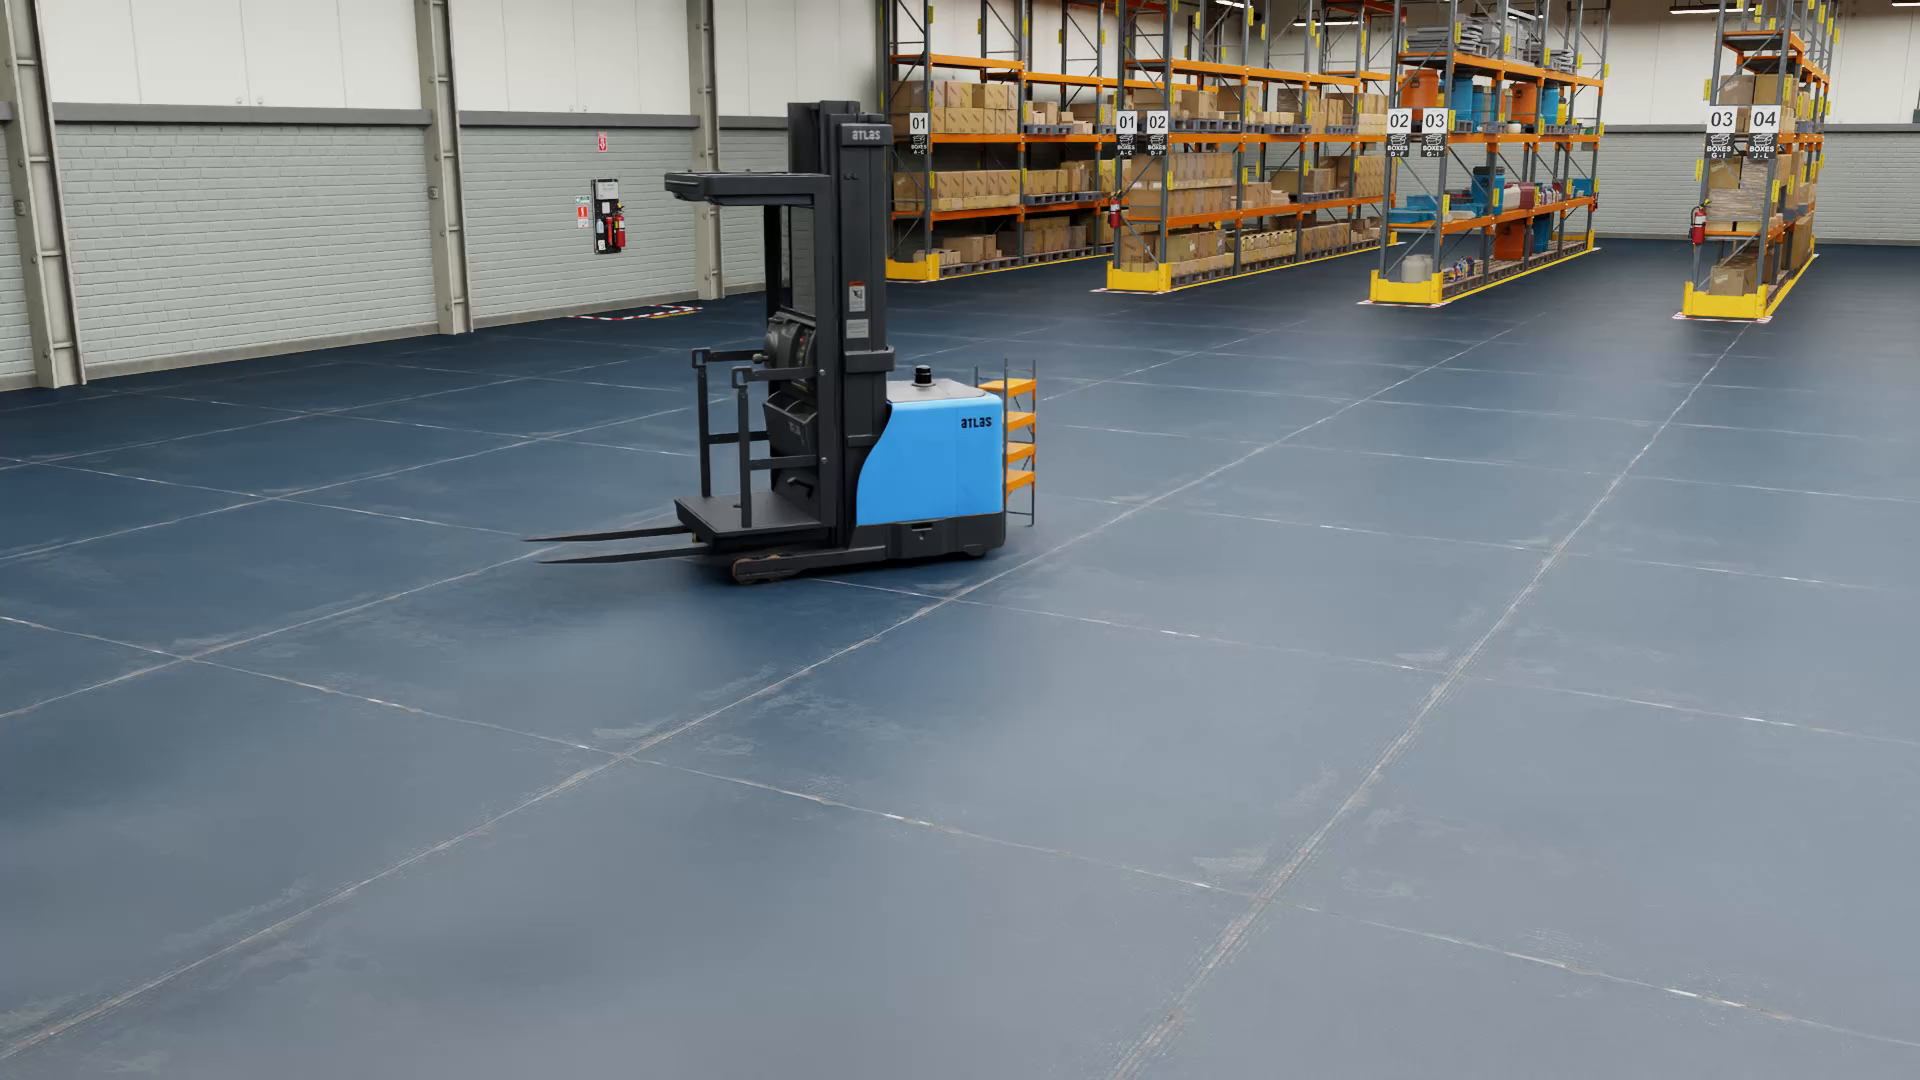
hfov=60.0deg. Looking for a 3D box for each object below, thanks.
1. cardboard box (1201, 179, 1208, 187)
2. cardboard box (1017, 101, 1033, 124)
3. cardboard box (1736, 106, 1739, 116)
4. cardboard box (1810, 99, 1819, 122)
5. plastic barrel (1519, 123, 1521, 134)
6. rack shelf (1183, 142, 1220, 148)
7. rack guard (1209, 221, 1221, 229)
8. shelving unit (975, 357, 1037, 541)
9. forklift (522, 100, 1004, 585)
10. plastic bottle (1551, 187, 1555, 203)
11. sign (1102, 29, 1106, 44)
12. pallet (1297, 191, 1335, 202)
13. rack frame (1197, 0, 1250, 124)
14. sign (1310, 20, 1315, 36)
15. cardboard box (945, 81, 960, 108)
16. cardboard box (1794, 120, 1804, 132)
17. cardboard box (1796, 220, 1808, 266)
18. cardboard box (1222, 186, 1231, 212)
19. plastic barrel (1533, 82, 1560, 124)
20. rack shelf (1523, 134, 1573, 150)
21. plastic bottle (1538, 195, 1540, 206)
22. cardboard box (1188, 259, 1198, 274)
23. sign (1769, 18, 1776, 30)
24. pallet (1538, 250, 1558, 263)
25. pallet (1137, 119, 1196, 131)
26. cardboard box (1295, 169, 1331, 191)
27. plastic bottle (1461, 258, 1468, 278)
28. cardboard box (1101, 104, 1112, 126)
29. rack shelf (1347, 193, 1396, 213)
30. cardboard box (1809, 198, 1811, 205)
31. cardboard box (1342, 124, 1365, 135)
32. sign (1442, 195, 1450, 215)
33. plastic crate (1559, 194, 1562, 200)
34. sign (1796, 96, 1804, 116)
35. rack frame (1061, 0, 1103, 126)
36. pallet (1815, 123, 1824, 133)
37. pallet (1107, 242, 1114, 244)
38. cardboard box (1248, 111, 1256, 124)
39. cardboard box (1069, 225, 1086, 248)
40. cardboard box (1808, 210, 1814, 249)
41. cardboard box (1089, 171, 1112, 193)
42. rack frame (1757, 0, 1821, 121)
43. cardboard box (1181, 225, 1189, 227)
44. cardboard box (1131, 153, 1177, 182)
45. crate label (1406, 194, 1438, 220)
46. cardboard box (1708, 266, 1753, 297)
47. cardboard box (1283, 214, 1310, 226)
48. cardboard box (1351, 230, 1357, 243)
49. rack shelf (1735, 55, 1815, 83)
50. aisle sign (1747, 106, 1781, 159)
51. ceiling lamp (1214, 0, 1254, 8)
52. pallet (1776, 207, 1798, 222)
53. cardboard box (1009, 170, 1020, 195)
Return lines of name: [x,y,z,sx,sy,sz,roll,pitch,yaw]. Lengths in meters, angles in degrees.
cardboard box: [4.562,-6.888,32.109,0.380,0.149,0.250,8,16,30]
cardboard box: [1.243,-9.294,36.176,0.500,0.500,0.500,10,17,36]
cardboard box: [11.844,-6.647,25.776,0.380,0.149,0.250,7,15,28]
cardboard box: [18.751,-9.566,37.089,0.700,0.500,0.500,8,16,30]
plastic barrel: [11.440,-8.505,34.342,0.294,0.245,0.294,0,14,0]
rack shelf: [5.743,-10.640,44.404,1.077,0.370,4.000,7,15,28]
rack guard: [6.721,-8.732,46.686,1.175,0.500,0.348,7,15,28]
shelving unit: [0.319,-0.645,11.647,0.258,1.200,0.503,7,15,25]
forklift: [-1.273,-1.285,10.611,3.031,2.935,1.130,-6,15,-22]
plastic bottle: [13.290,-7.749,37.383,0.144,0.351,0.185,7,15,28]
sign: [3.322,-11.650,38.496,0.100,0.325,0.005,7,15,28]
pallet: [8.116,-8.047,38.920,1.003,0.211,1.213,7,15,28]
rack frame: [5.247,-9.836,33.133,1.000,3.000,0.127,7,15,28]
sign: [7.668,-11.126,36.151,0.100,0.325,0.005,7,15,28]
cardboard box: [-0.340,-8.811,32.891,0.500,0.500,0.500,7,15,27]
cardboard box: [15.362,-7.671,30.873,0.500,0.250,0.500,8,16,30]
cardboard box: [16.640,-6.110,34.114,1.225,0.875,0.875,7,15,28]
cardboard box: [5.038,-6.877,33.444,0.700,0.500,0.500,7,15,27]
plastic barrel: [12.757,-9.538,36.329,0.600,0.901,0.708,7,15,28]
rack shelf: [12.482,-8.697,36.344,1.077,0.370,4.000,7,15,28]
plastic bottle: [12.447,-7.338,35.822,0.061,0.283,0.133,7,15,28]
cardboard box: [4.248,-5.257,31.909,0.500,0.250,0.500,7,15,28]
sign: [17.310,-10.953,35.436,0.100,0.325,0.005,7,15,28]
pallet: [13.039,-6.490,38.003,1.003,0.211,1.213,7,15,28]
pallet: [3.678,-7.656,30.680,1.003,0.211,1.213,7,15,28]
cardboard box: [8.412,-8.594,39.670,0.700,0.500,0.500,10,17,37]
plastic bottle: [9.273,-5.013,30.642,0.144,0.351,0.185,7,15,28]
cardboard box: [3.236,-10.242,40.065,0.700,0.500,0.500,6,15,25]
rack shelf: [10.081,-8.622,42.430,1.077,0.370,4.000,7,15,28]
cardboard box: [18.472,-7.447,36.558,0.380,0.149,0.250,8,16,30]
cardboard box: [9.566,-10.018,40.608,0.500,0.250,0.500,7,15,28]
sign: [8.127,-5.608,27.806,0.100,0.325,0.005,7,15,28]
plastic crate: [13.798,-7.979,38.666,0.396,0.136,0.243,7,15,28]
sign: [14.395,-7.446,28.517,0.100,0.325,0.005,7,15,28]
rack frame: [2.842,-11.217,38.862,1.000,3.000,0.127,7,15,28]
pallet: [19.368,-9.520,38.412,1.003,0.211,1.213,7,15,28]
pallet: [3.880,-7.348,41.562,1.003,0.211,1.213,7,15,28]
cardboard box: [5.816,-8.748,34.441,0.500,0.250,0.500,6,15,23]
cardboard box: [2.540,-7.146,39.169,0.700,0.500,0.500,8,16,29]
cardboard box: [19.478,-7.289,39.007,0.875,0.875,0.875,7,15,28]
cardboard box: [3.301,-8.574,39.809,0.500,0.500,0.500,8,16,30]
rack frame: [15.850,-9.534,31.878,1.000,3.000,0.127,7,15,28]
cardboard box: [5.723,-8.460,44.663,0.700,0.500,0.500,8,16,29]
cardboard box: [3.575,-6.884,30.705,0.700,0.500,0.500,7,15,28]
crate label: [8.300,-5.963,29.790,0.502,0.435,0.616,7,15,28]
cardboard box: [12.300,-4.091,26.541,0.500,0.500,0.500,11,17,38]
cardboard box: [7.941,-7.545,39.222,0.500,0.250,0.500,7,15,27]
cardboard box: [9.506,-7.529,41.163,0.500,0.311,0.500,7,15,28]
rack shelf: [14.884,-8.579,30.307,1.077,0.370,4.000,7,15,28]
aisle sign: [12.216,-6.193,25.275,0.394,0.787,0.004,7,15,28]
ceiling lamp: [6.829,-14.387,39.553,0.800,3.185,2.000,7,15,28]
pallet: [14.414,-5.844,29.782,1.003,0.211,1.213,7,15,28]
cardboard box: [0.951,-7.650,35.541,0.500,0.500,0.500,7,15,28]
